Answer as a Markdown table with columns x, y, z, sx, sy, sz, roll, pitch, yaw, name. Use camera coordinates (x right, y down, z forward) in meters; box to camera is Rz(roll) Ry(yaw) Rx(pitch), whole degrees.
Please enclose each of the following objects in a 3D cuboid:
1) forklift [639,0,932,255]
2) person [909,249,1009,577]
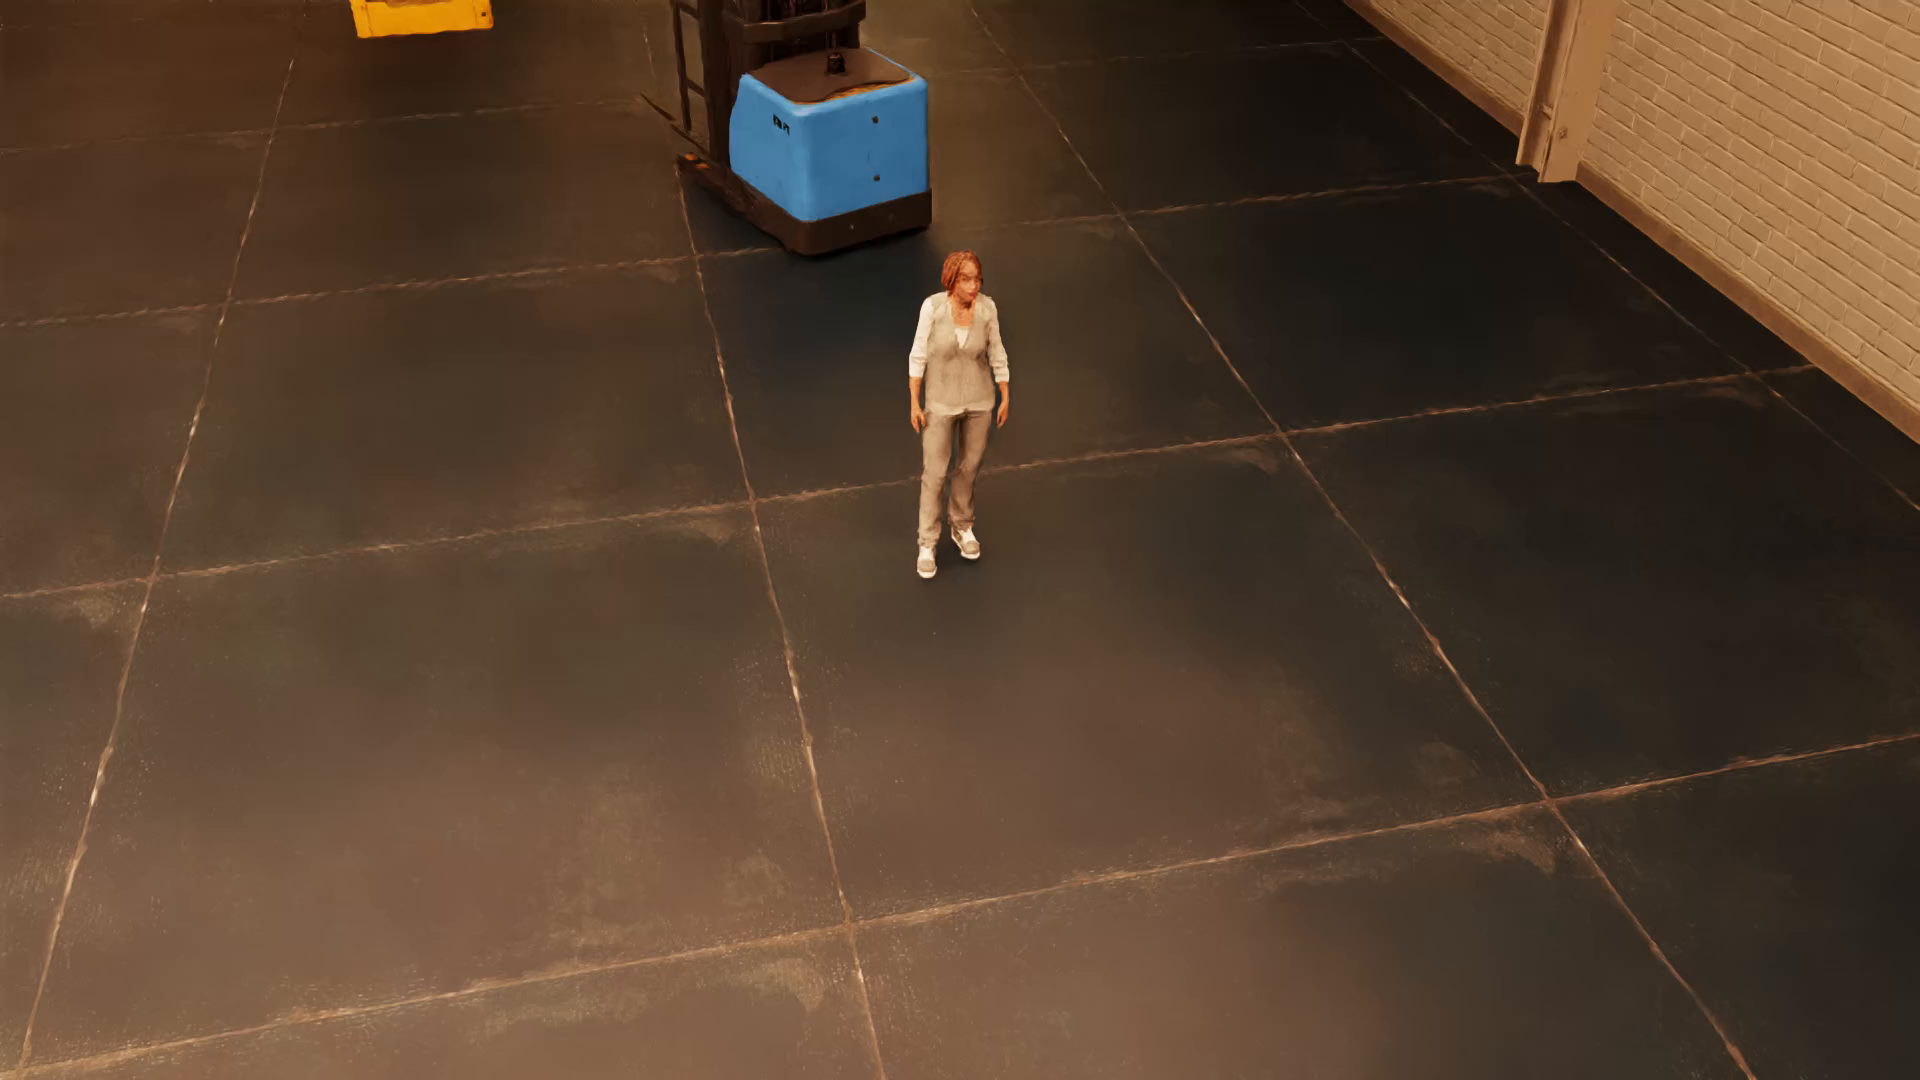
| x | y | z | sx | sy | sz | roll | pitch | yaw | name |
| --- | --- | --- | --- | --- | --- | --- | --- | --- | --- |
| -1.420 | -3.912 | 11.486 | 1.130 | 2.935 | 3.031 | -21 | 41 | -26 | forklift |
| 0.003 | -0.610 | 8.028 | 0.521 | 1.597 | 0.474 | -8 | 36 | -11 | person |
